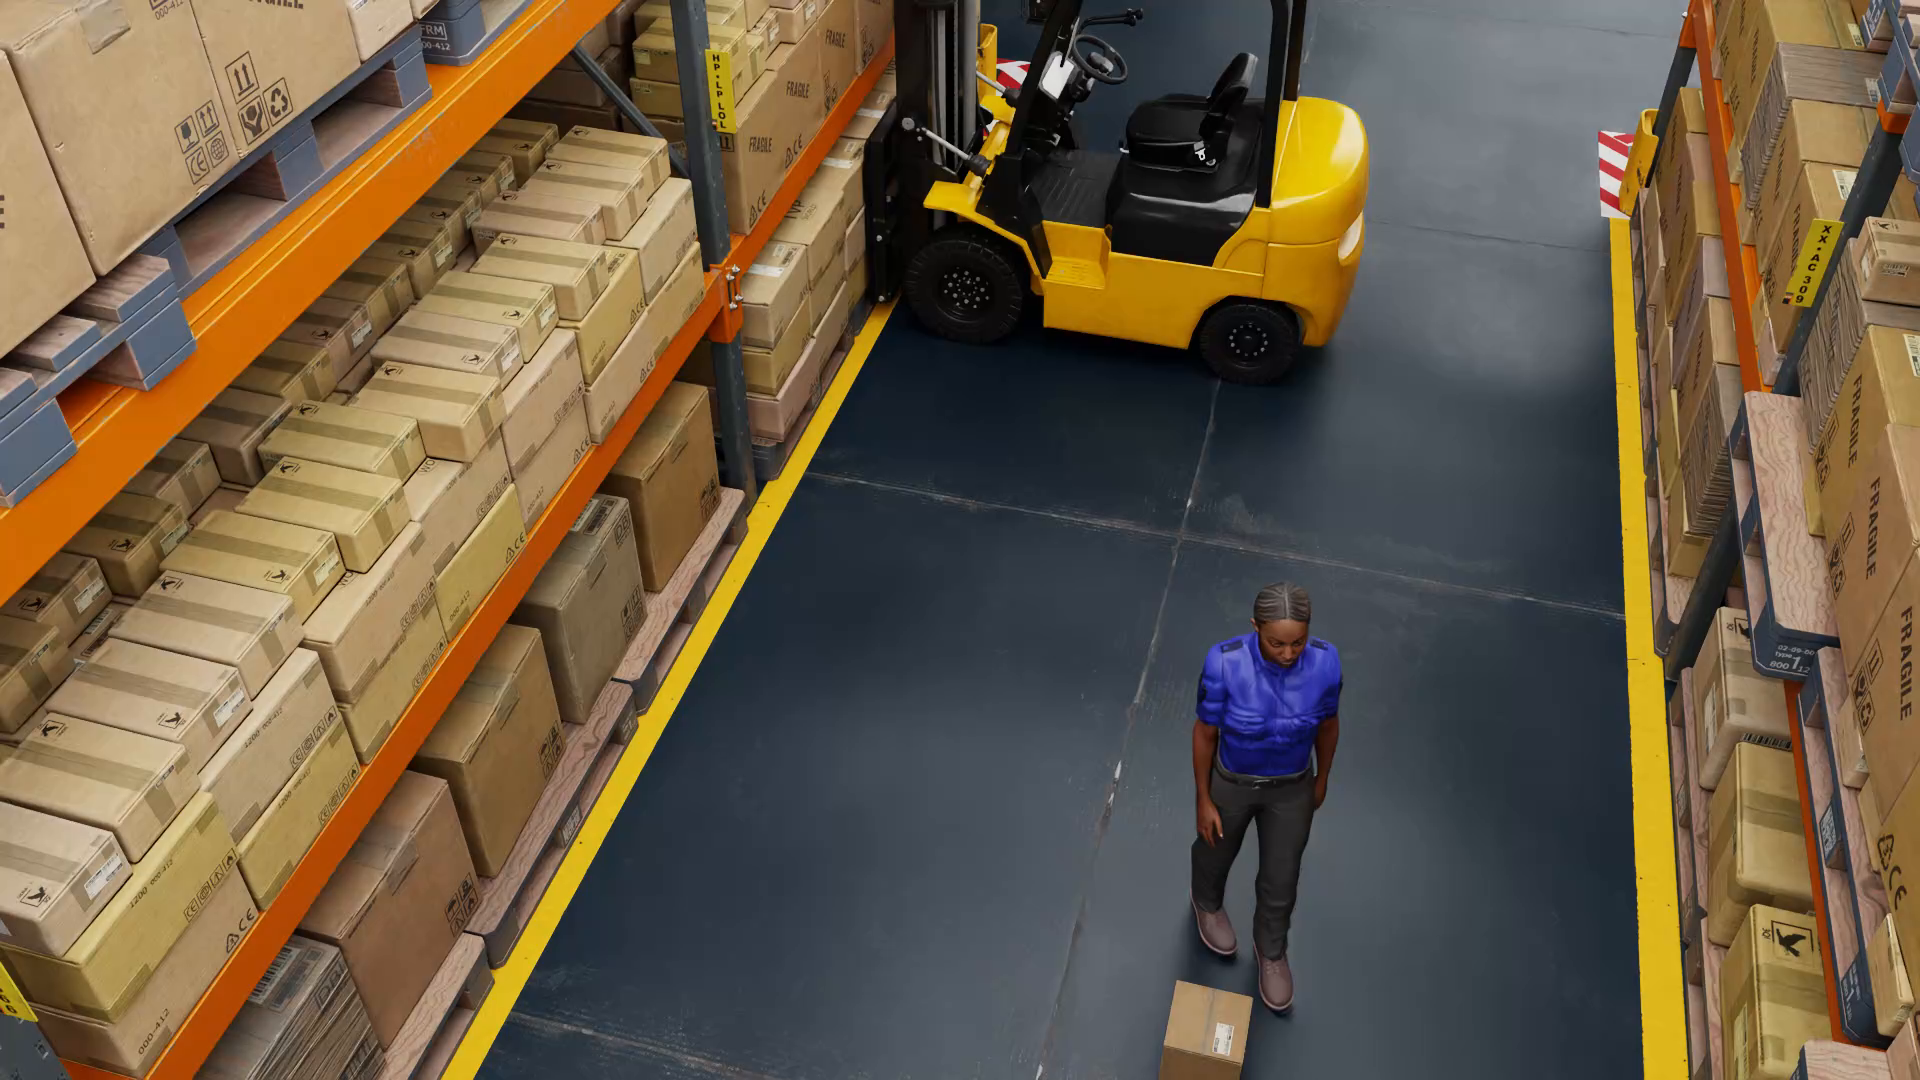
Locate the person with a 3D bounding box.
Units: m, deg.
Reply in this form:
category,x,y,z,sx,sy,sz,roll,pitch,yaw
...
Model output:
category,x,y,z,sx,sy,sz,roll,pitch,yaw
person,0.949,0.802,5.235,0.464,1.666,0.505,-1,41,-1
